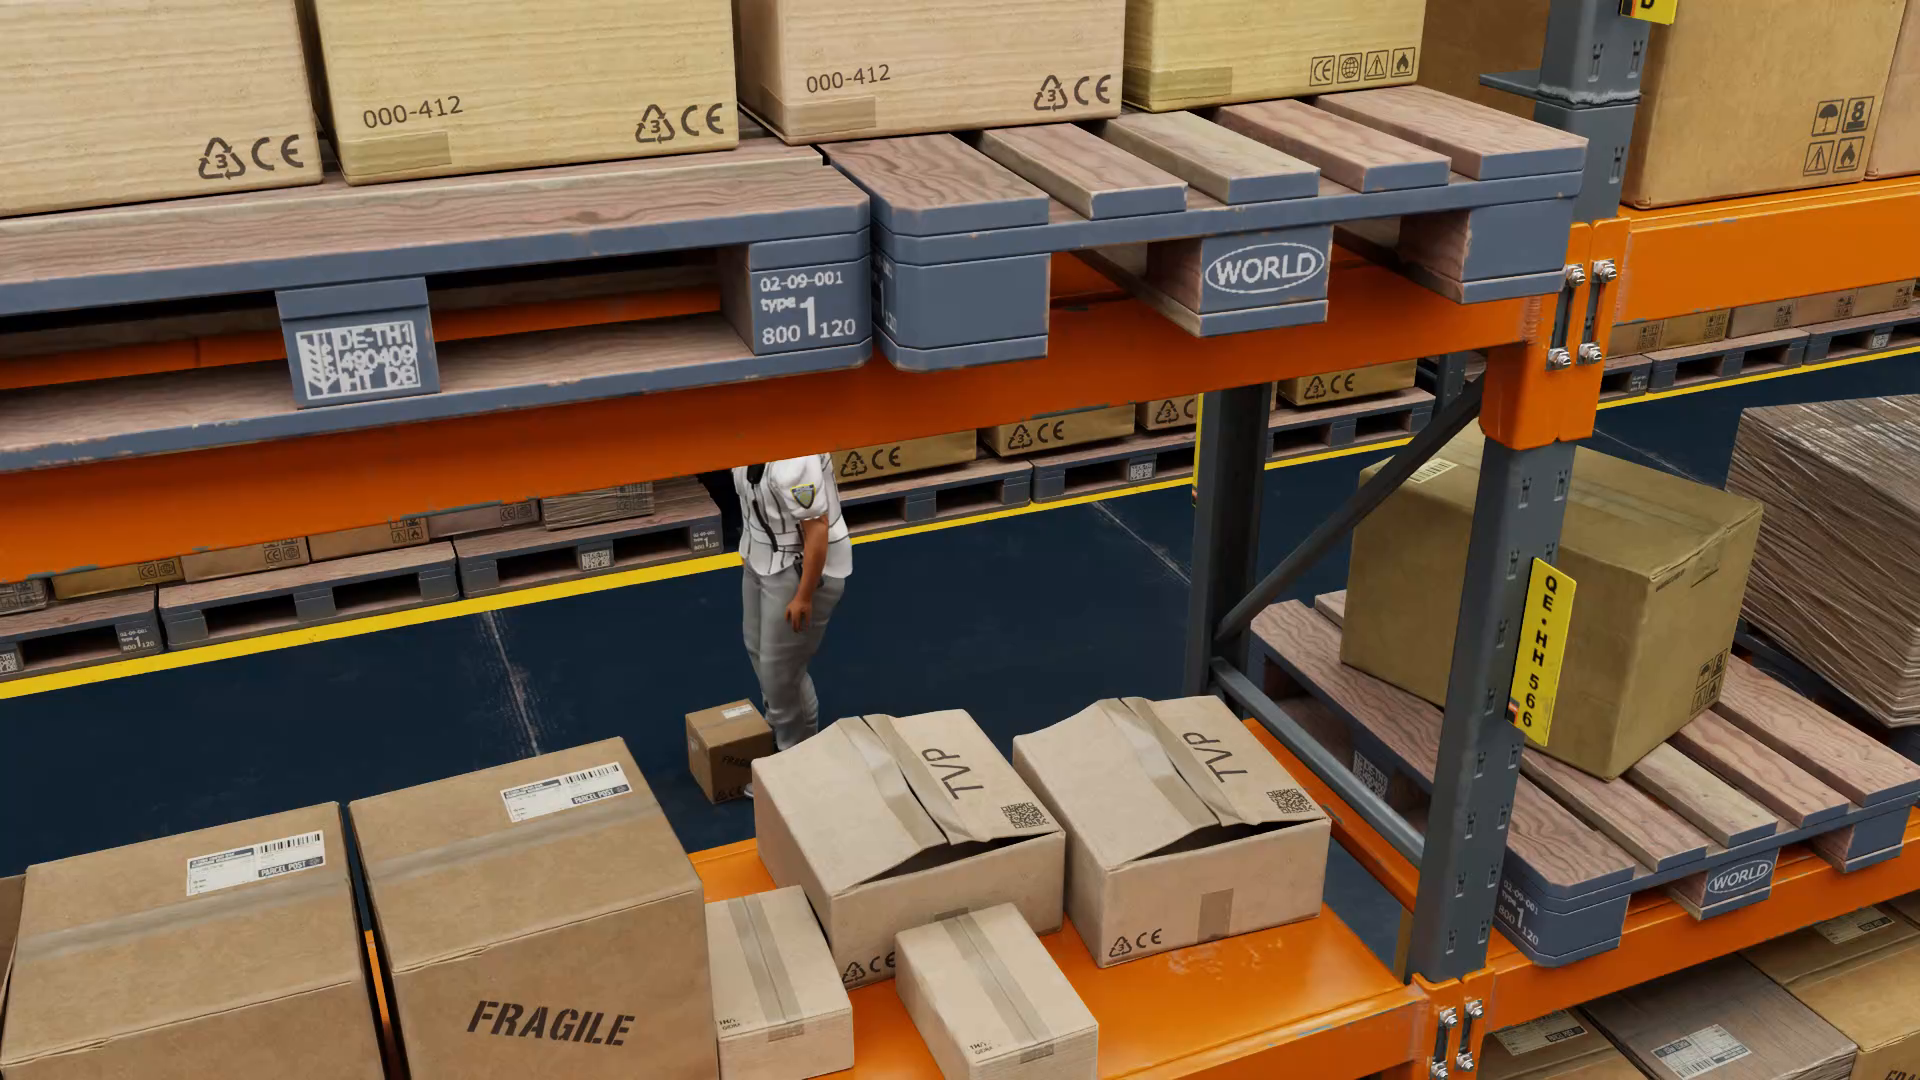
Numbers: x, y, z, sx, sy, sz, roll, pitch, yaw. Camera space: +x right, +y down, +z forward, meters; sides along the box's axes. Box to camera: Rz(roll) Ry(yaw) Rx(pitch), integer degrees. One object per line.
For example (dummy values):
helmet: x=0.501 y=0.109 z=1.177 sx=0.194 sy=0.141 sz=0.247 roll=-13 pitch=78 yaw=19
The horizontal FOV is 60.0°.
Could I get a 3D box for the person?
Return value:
person: x=-0.642 y=0.106 z=5.888 sx=0.464 sy=1.667 sz=0.564 roll=-12 pitch=29 yaw=-23
